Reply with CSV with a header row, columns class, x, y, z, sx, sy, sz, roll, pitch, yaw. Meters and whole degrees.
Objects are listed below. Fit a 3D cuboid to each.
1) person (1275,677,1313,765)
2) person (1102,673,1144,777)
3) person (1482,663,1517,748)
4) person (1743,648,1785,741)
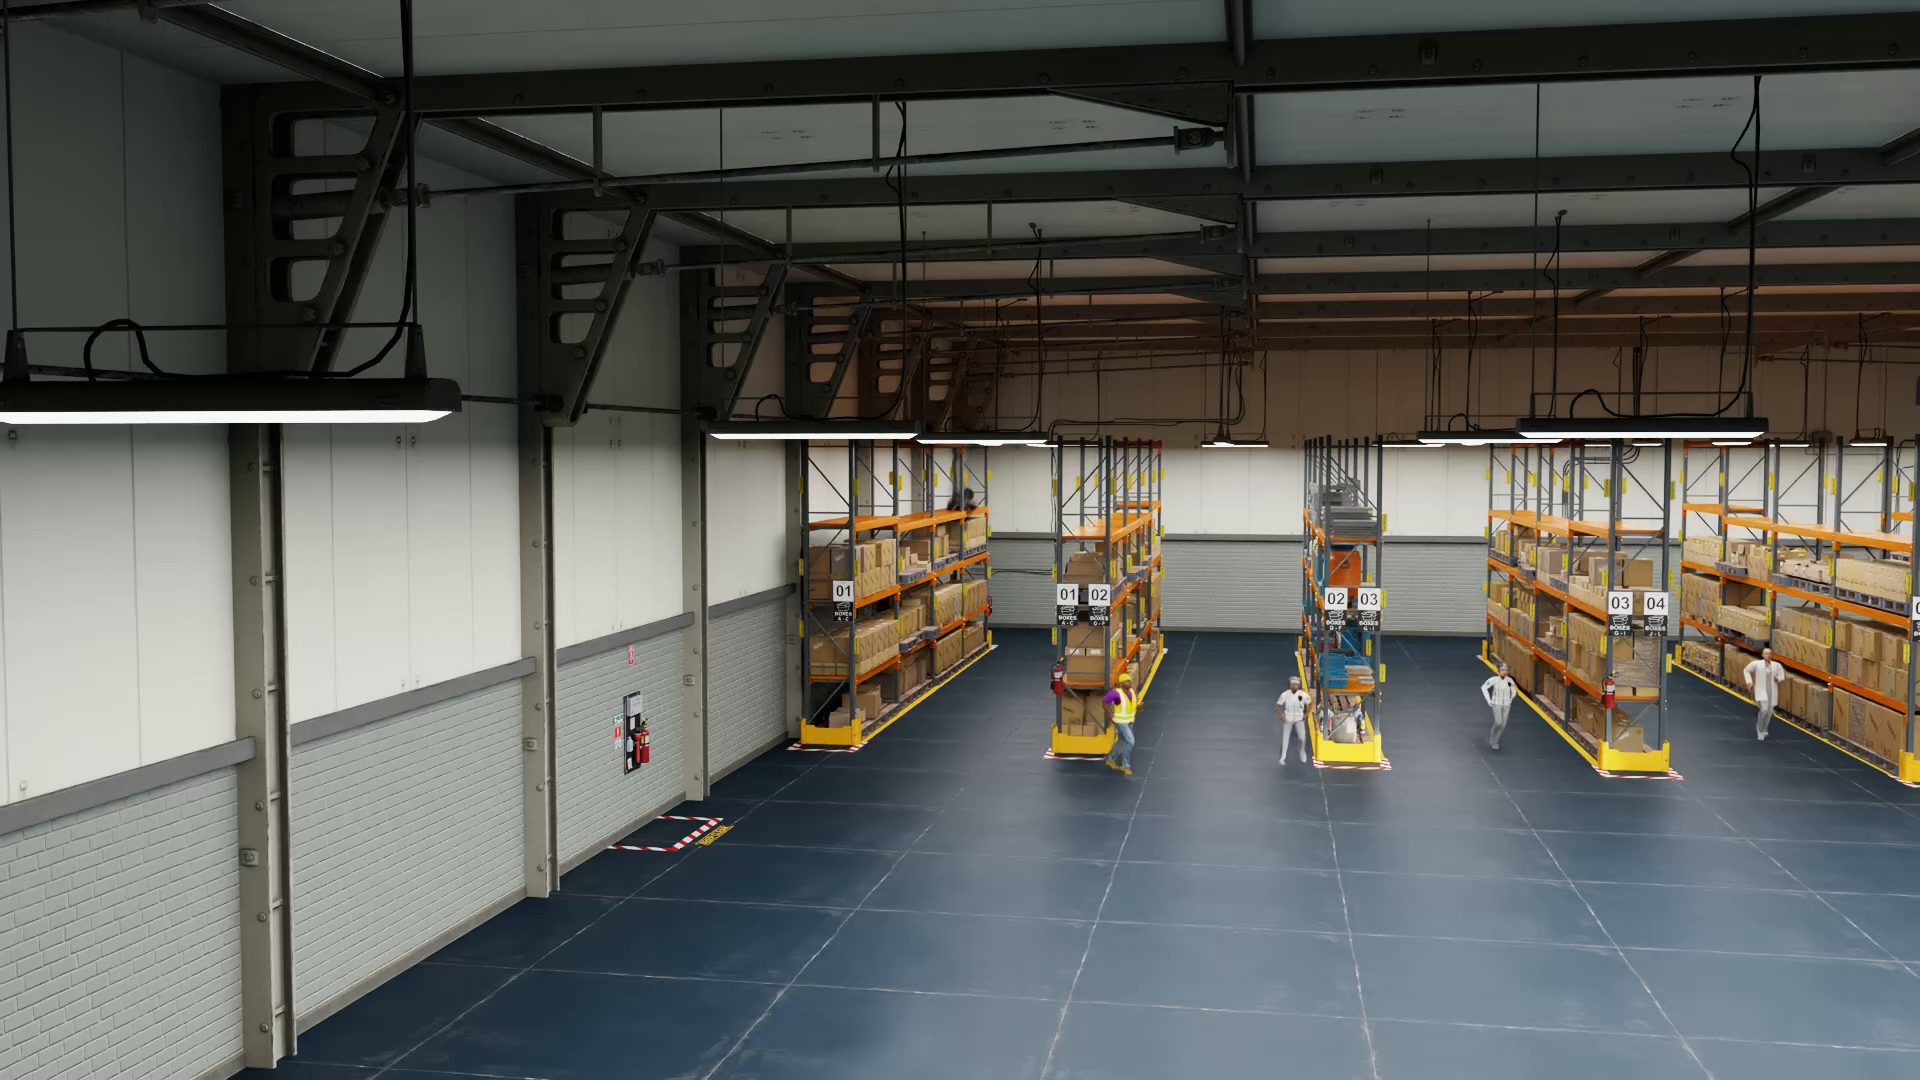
class,x,y,z,sx,sy,sz,roll,pitch,yaw
person,6.073,3.291,30.168,0.680,1.641,0.567,0,3,6
person,2.883,3.259,29.399,0.768,1.830,0.680,3,4,44
person,10.345,3.168,31.787,0.614,1.651,0.602,0,3,-3
person,15.958,3.059,32.939,0.674,1.829,0.811,0,3,5
